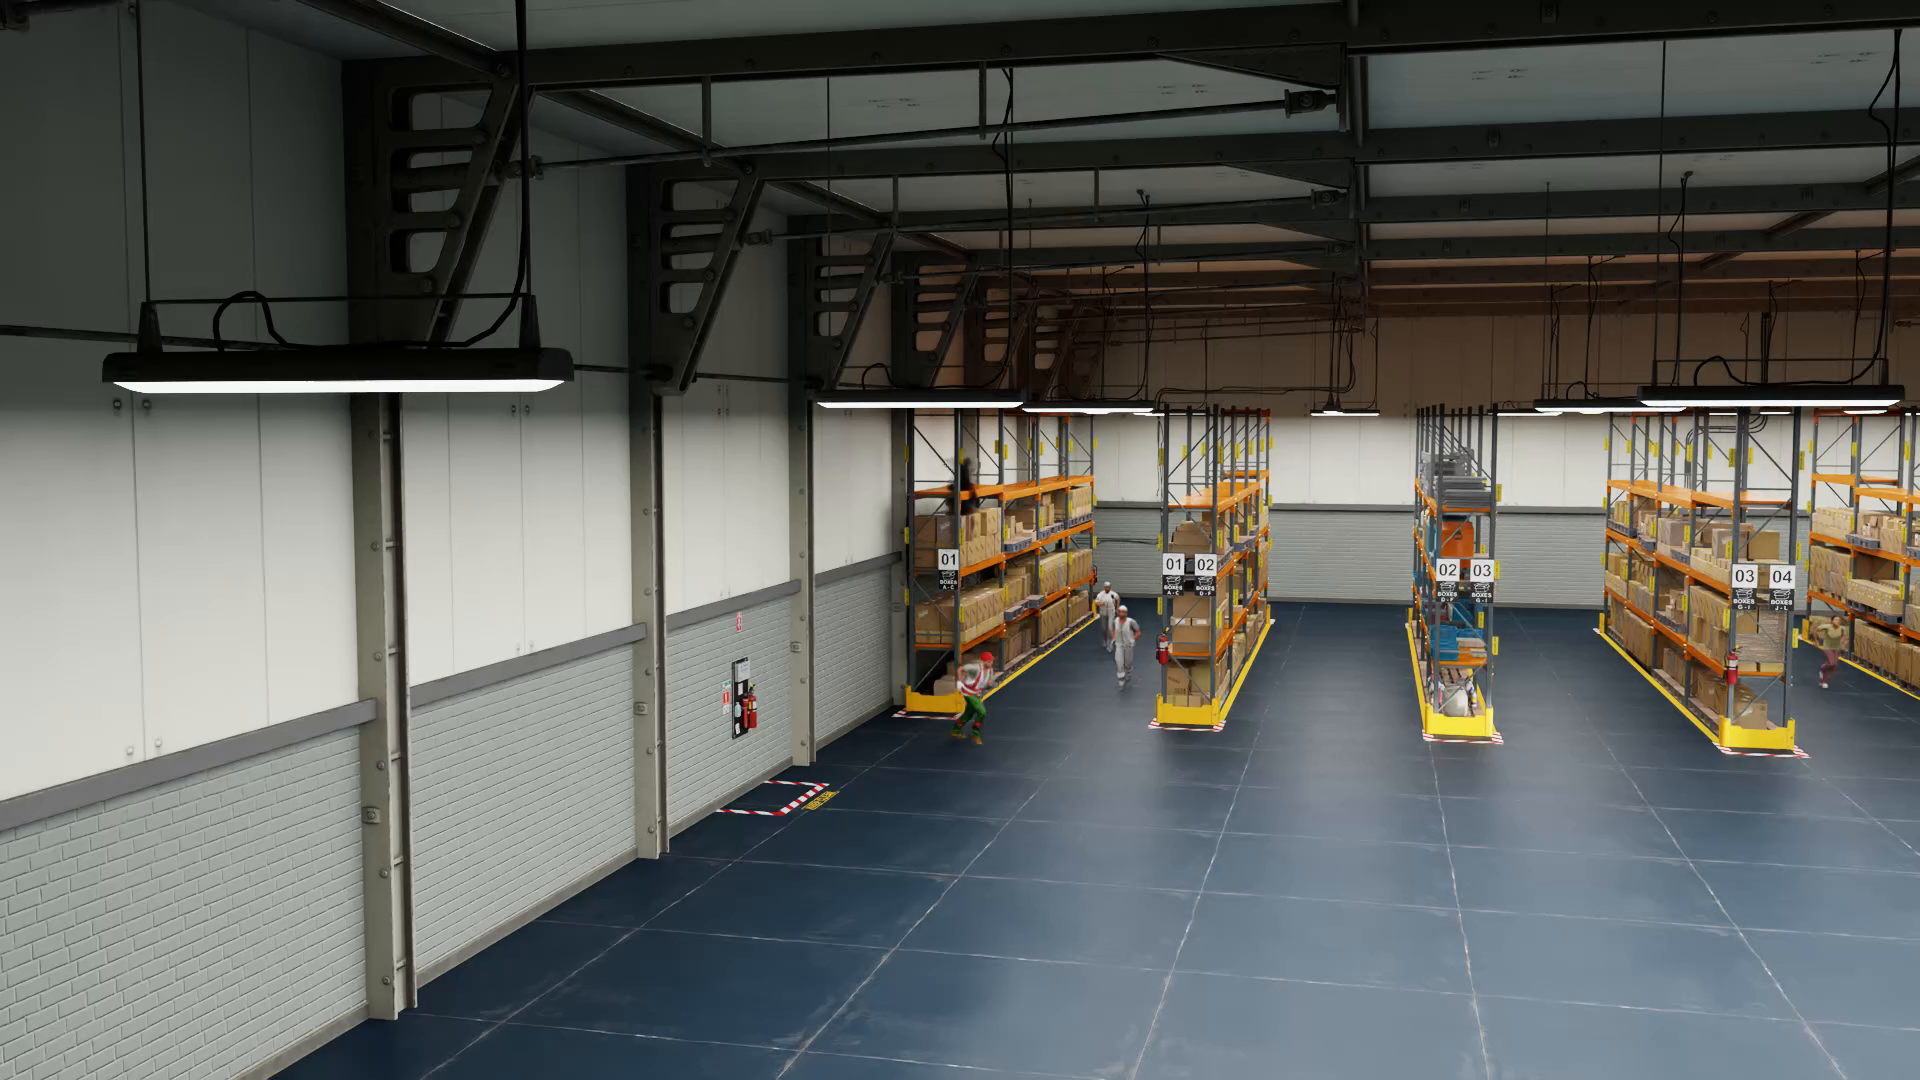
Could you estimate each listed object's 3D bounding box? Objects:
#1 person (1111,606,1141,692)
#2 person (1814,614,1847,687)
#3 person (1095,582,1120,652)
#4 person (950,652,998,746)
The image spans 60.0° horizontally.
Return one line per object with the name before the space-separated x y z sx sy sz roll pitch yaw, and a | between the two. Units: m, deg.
person | 3.520 2.273 35.262 0.650 1.802 0.823 2 4 20
person | 18.534 2.359 35.350 0.553 1.595 0.674 0 4 -4
person | 3.658 1.884 41.272 0.583 1.705 0.853 1 4 11
person | 0.202 2.788 29.211 1.003 1.702 0.707 3 5 39
